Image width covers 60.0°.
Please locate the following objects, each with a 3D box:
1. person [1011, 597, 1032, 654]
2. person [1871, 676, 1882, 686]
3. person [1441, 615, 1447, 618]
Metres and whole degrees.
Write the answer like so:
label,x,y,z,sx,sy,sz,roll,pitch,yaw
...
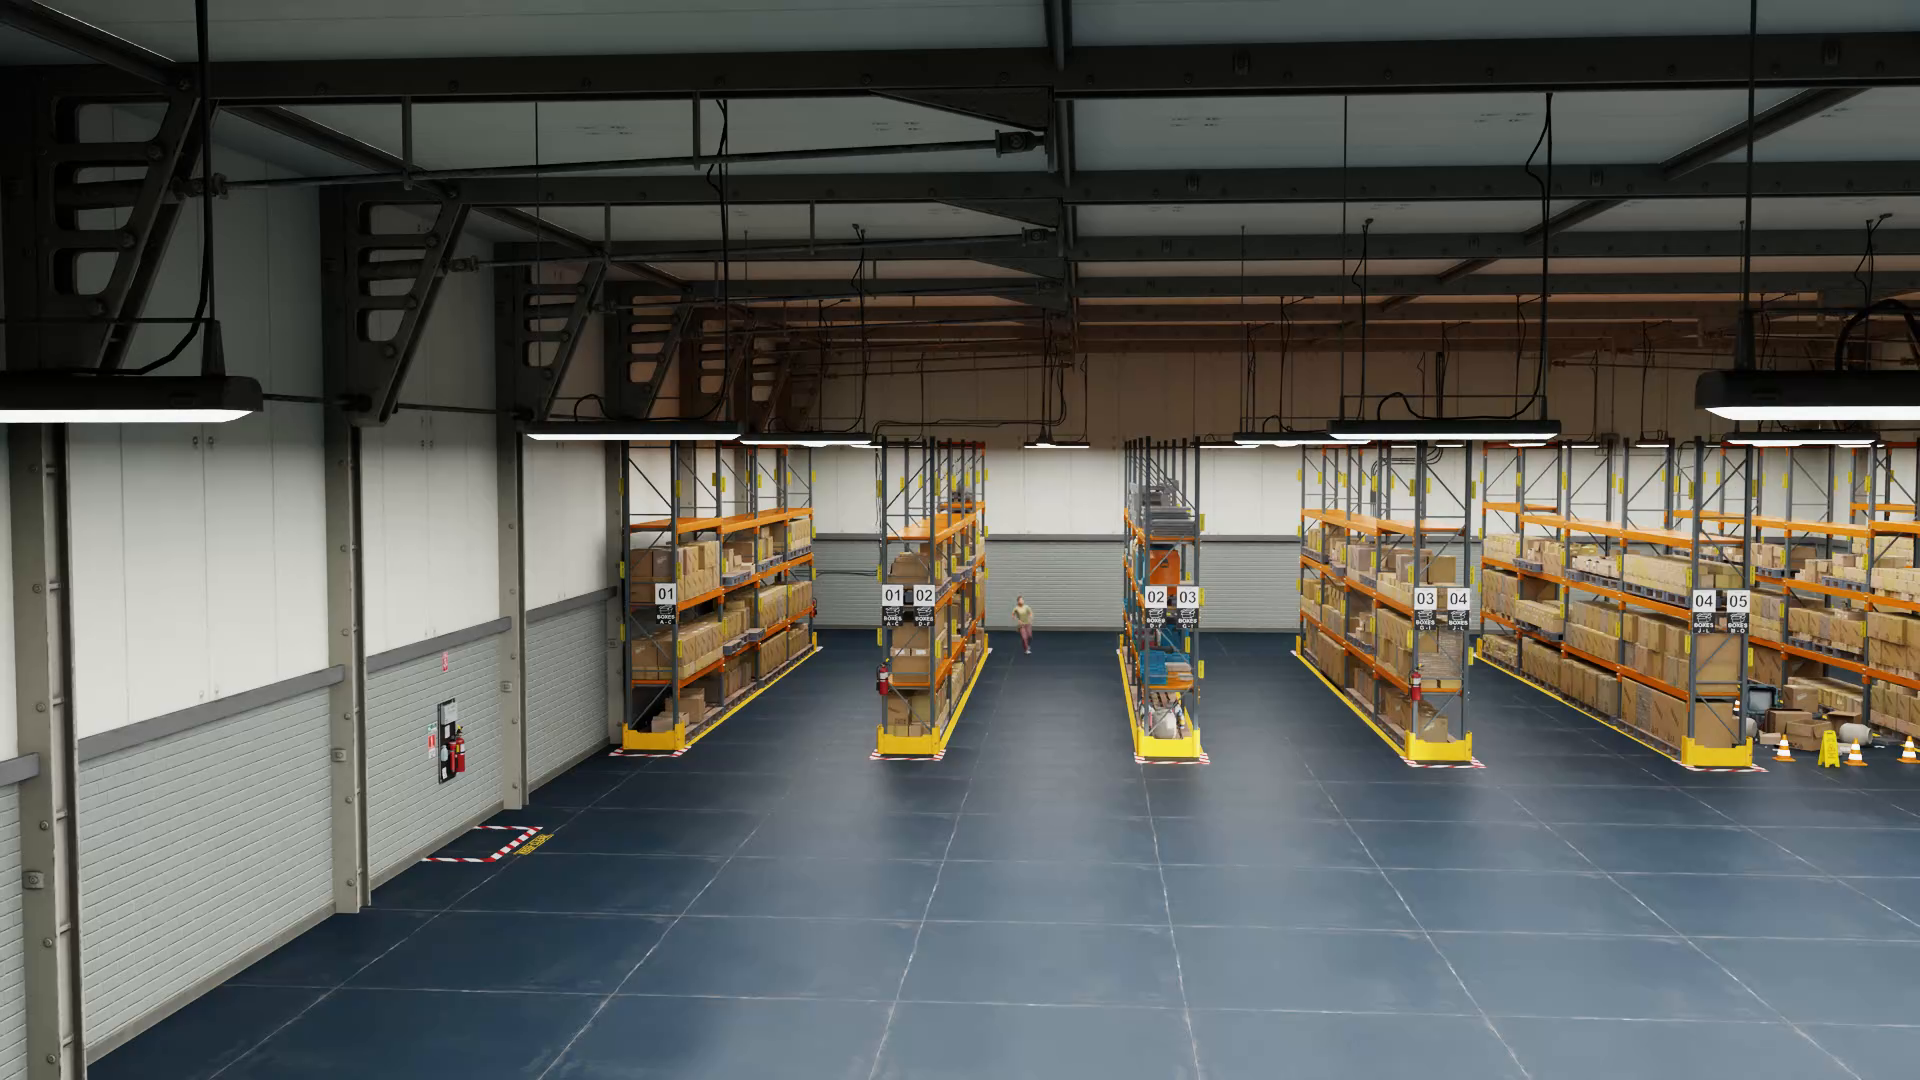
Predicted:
label,x,y,z,sx,sy,sz,roll,pitch,yaw
person,1.763,2.406,47.011,0.630,1.610,0.528,-1,3,-10
person,21.175,2.871,38.345,0.619,1.627,0.538,-1,3,-10
person,13.101,2.411,45.228,0.691,1.718,0.665,1,3,9
